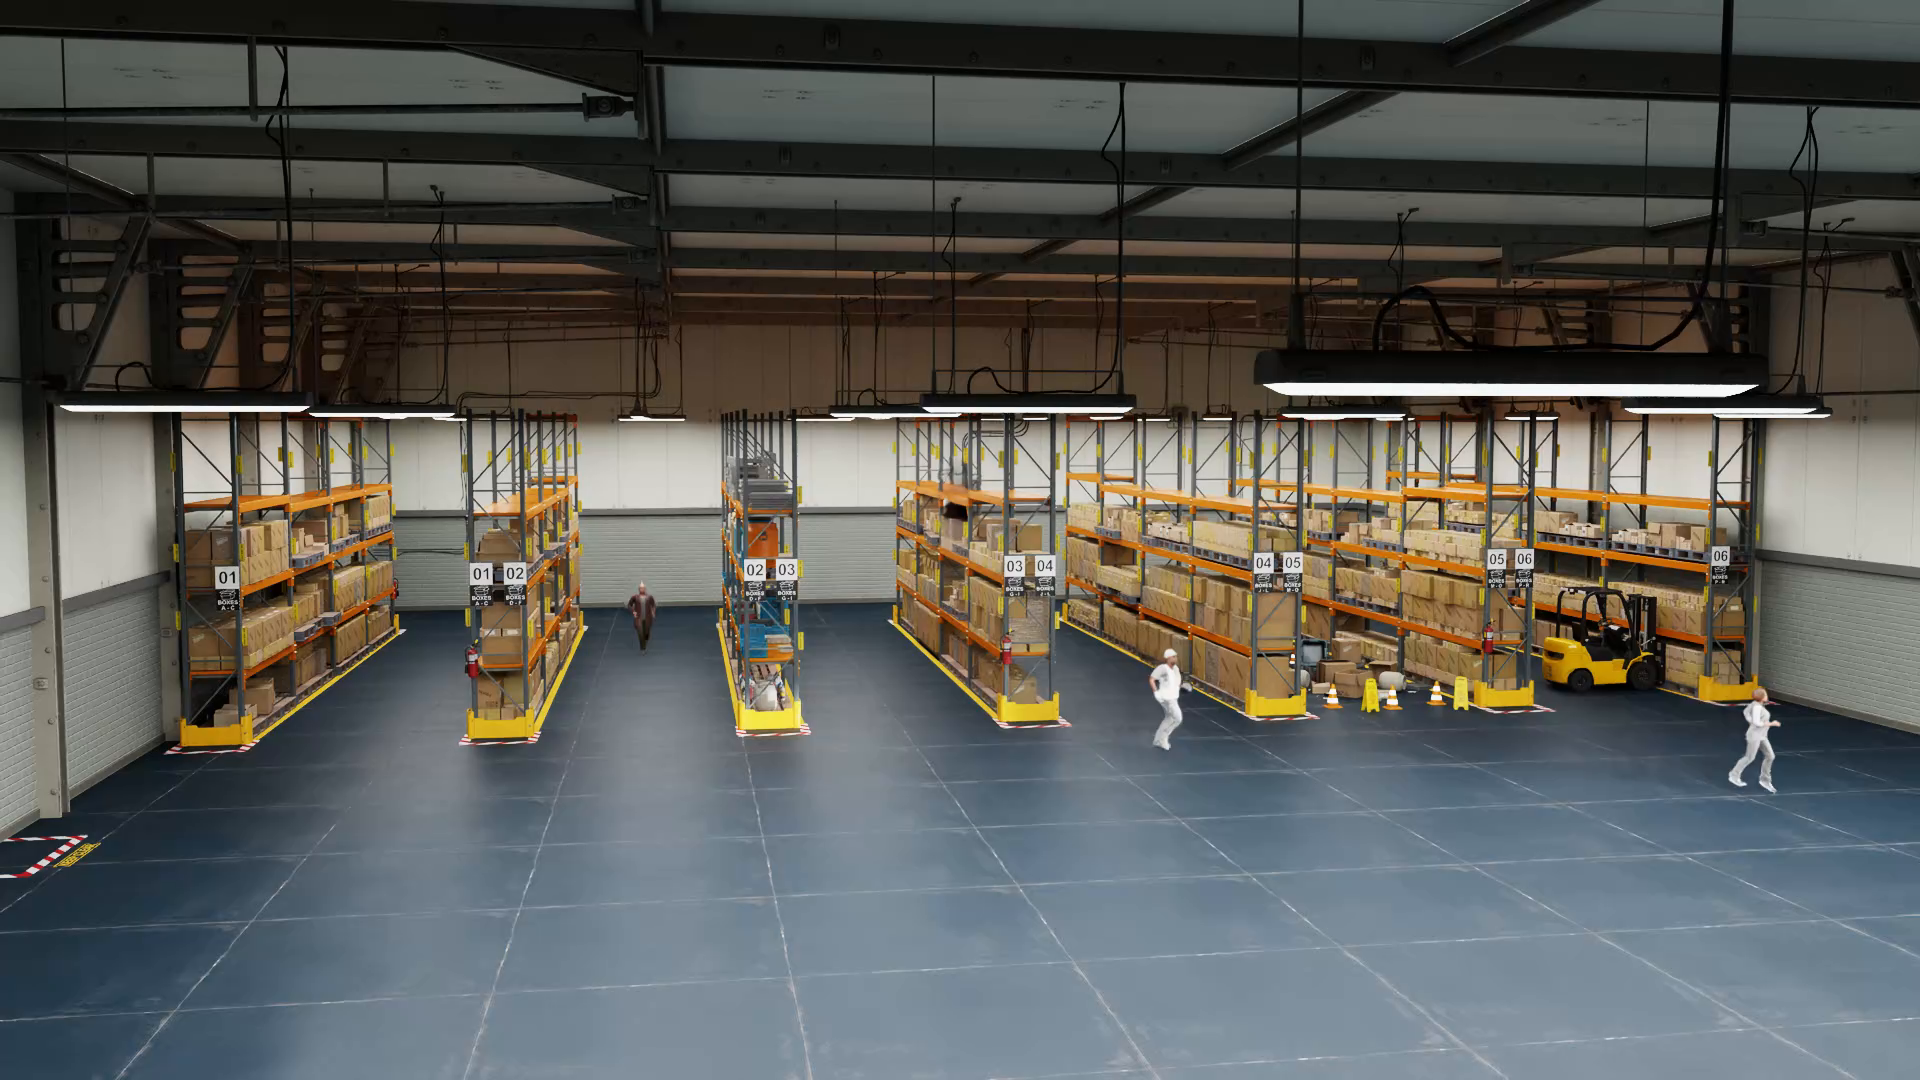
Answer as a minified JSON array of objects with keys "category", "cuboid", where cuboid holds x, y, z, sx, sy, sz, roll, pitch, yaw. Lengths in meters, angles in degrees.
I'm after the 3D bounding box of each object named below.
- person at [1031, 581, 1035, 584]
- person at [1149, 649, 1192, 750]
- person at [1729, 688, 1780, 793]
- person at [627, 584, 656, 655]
[{"category":"person","cuboid":[2.194,1.720,46.049,0.686,1.567,0.924,0,4,-2]},{"category":"person","cuboid":[3.722,2.792,29.259,0.671,1.753,0.678,2,4,28]},{"category":"person","cuboid":[12.390,3.118,25.903,0.725,1.623,0.525,3,5,38]},{"category":"person","cuboid":[-7.942,1.968,41.559,0.712,1.744,0.728,-1,4,-15]}]
